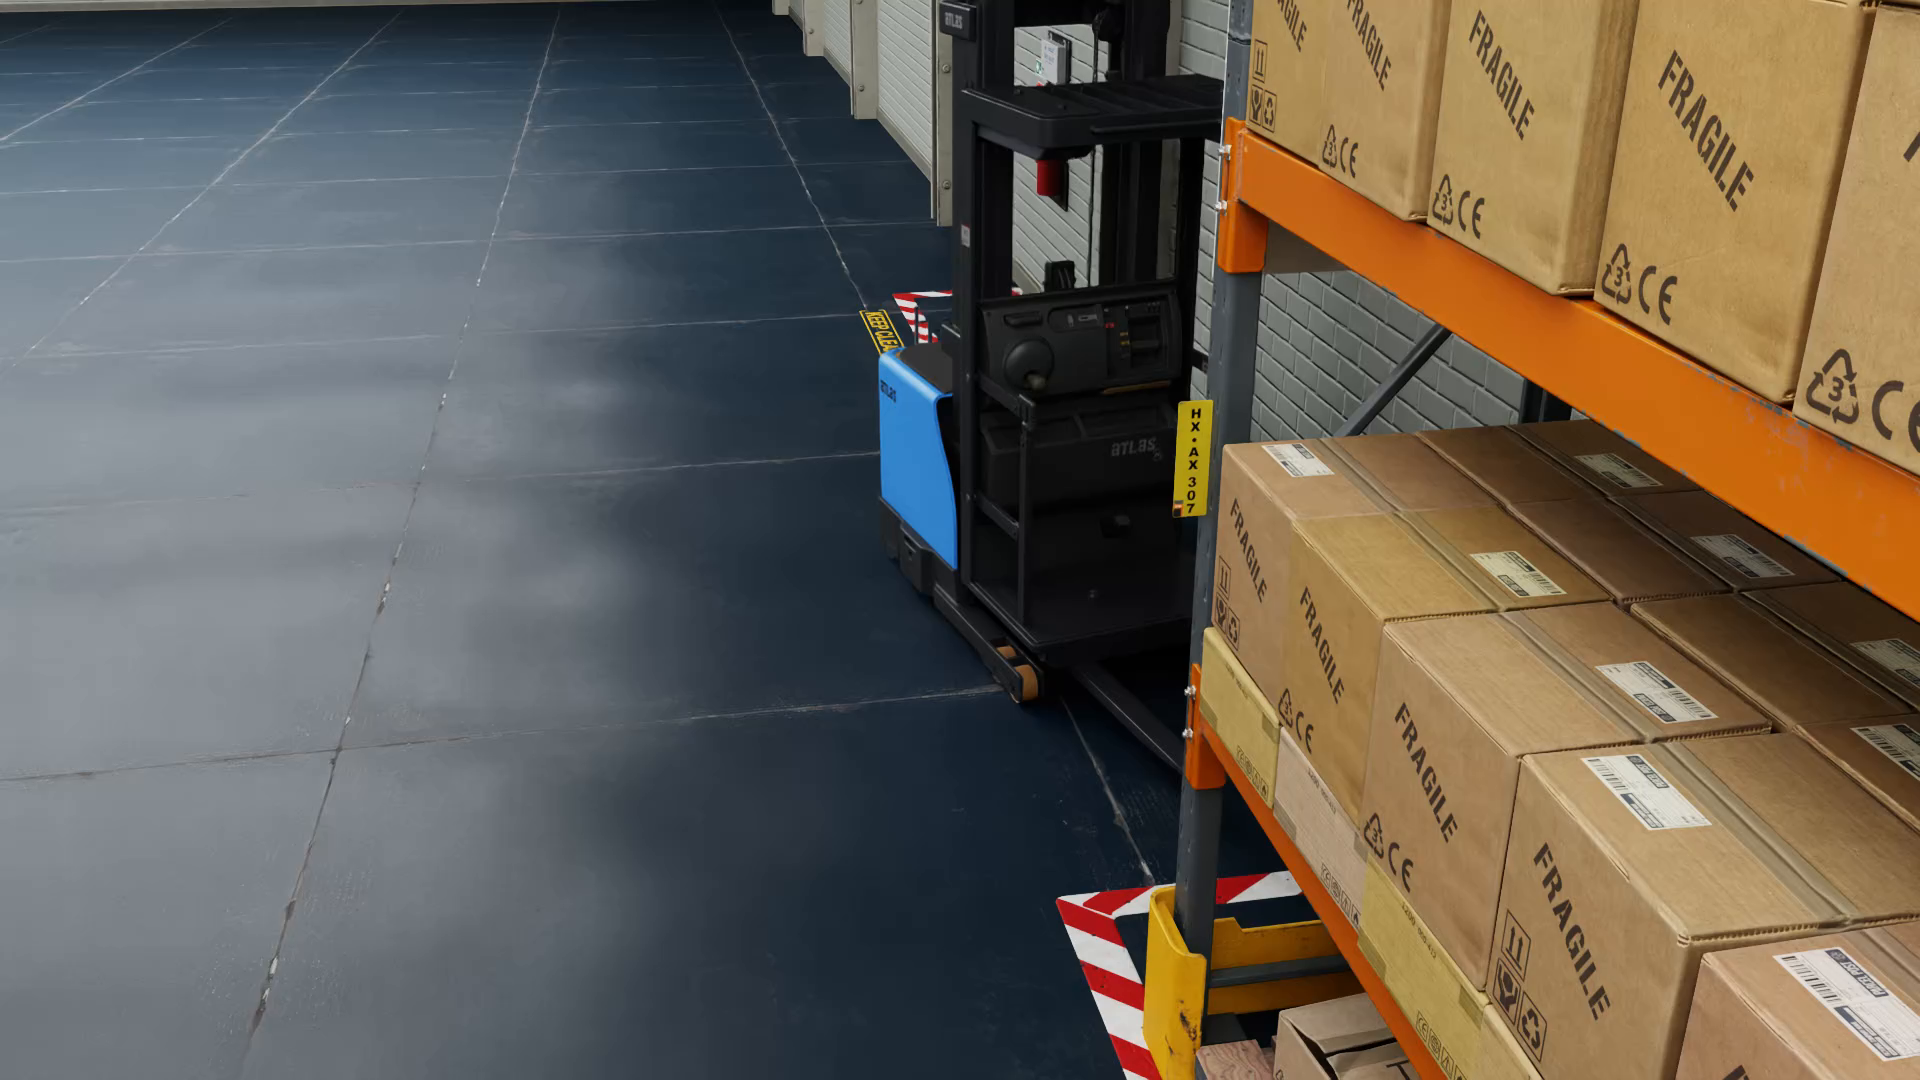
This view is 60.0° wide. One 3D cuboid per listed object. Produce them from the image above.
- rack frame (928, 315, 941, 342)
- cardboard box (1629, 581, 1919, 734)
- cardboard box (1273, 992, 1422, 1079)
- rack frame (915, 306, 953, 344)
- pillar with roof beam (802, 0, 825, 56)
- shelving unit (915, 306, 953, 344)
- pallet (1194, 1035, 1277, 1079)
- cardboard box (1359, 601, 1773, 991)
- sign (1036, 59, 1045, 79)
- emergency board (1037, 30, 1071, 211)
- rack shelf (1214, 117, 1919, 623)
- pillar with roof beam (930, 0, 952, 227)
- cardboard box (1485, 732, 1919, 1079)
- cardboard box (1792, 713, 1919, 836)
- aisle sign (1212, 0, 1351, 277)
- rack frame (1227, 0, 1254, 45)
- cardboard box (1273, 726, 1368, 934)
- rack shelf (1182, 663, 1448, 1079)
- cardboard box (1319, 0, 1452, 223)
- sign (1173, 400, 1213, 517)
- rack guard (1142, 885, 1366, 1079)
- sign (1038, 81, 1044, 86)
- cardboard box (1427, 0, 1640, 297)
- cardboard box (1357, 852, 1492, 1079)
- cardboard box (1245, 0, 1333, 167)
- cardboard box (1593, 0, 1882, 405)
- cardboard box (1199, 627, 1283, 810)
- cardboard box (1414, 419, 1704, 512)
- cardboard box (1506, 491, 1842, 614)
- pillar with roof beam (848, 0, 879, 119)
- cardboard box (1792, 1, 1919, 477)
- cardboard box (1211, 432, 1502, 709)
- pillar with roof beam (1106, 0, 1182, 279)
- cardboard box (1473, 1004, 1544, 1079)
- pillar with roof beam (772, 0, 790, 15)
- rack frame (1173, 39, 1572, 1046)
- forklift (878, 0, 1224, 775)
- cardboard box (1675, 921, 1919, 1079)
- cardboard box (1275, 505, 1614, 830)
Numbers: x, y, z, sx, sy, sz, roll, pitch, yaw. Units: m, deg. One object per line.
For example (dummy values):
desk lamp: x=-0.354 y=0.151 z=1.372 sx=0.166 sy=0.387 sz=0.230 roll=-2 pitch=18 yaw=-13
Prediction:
rack frame: x=-0.048 y=-0.590 z=8.601 sx=0.240 sy=1.200 sz=0.006 roll=-10 pitch=25 yaw=-21
cardboard box: x=1.633 y=0.430 z=3.244 sx=0.500 sy=0.500 sz=0.500 roll=-5 pitch=24 yaw=-11
cardboard box: x=1.193 y=1.452 z=4.488 sx=0.500 sy=0.311 sz=0.500 roll=-7 pitch=25 yaw=-16
rack frame: x=-0.120 y=-0.657 z=8.755 sx=0.240 sy=1.200 sz=0.006 roll=-10 pitch=25 yaw=-21
pillar with roof beam: x=-6.535 y=-11.517 z=23.877 sx=9.100 sy=9.000 sz=0.400 roll=-4 pitch=24 yaw=-10
shelving unit: x=-0.084 y=-0.623 z=8.678 sx=0.258 sy=1.200 sz=0.189 roll=-10 pitch=25 yaw=-21
pallet: x=1.283 y=1.772 z=4.428 sx=1.003 sy=0.211 sz=1.213 roll=-4 pitch=24 yaw=-10
cardboard box: x=1.118 y=0.467 z=3.158 sx=0.500 sy=0.500 sz=0.500 roll=-5 pitch=24 yaw=-11
sign: x=0.596 y=-3.463 z=12.225 sx=0.001 sy=0.109 sz=0.331 roll=-4 pitch=24 yaw=-10
emergency board: x=0.604 y=-2.981 z=11.828 sx=0.194 sy=1.169 sz=0.643 roll=-4 pitch=24 yaw=-10
rack shelf: x=1.524 y=-0.116 z=2.419 sx=1.077 sy=0.370 sz=4.000 roll=-4 pitch=24 yaw=-10
pillar with roof beam: x=-4.316 y=-6.797 z=13.070 sx=9.100 sy=9.000 sz=0.400 roll=-4 pitch=24 yaw=-10
cardboard box: x=1.225 y=0.669 z=2.695 sx=0.500 sy=0.500 sz=0.500 roll=-4 pitch=24 yaw=-8
cardboard box: x=1.726 y=0.628 z=2.790 sx=0.500 sy=0.500 sz=0.500 roll=-4 pitch=24 yaw=-9
aisle sign: x=0.846 y=-1.055 z=4.170 sx=0.394 sy=0.787 sz=0.004 roll=-4 pitch=24 yaw=-10
rack frame: x=1.154 y=-2.607 z=3.476 sx=1.000 sy=3.000 sz=0.127 roll=-4 pitch=24 yaw=-10
cardboard box: x=1.042 y=0.621 z=3.744 sx=0.500 sy=0.250 sz=0.500 roll=-5 pitch=24 yaw=-11
rack shelf: x=1.524 y=1.259 z=3.019 sx=1.077 sy=0.370 sz=4.000 roll=-4 pitch=24 yaw=-10
cardboard box: x=1.034 y=-0.923 z=3.219 sx=0.500 sy=0.500 sz=0.500 roll=-3 pitch=24 yaw=-6
sign: x=0.621 y=-0.214 z=4.411 sx=0.100 sy=0.325 sz=0.005 roll=-4 pitch=24 yaw=-10
rack guard: x=1.168 y=1.318 z=5.108 sx=1.175 sy=0.500 sz=0.348 roll=-4 pitch=24 yaw=-10
sign: x=0.604 y=-3.223 z=12.336 sx=0.001 sy=0.329 sz=0.234 roll=-4 pitch=24 yaw=-10
cardboard box: x=1.134 y=-0.719 z=2.752 sx=0.500 sy=0.500 sz=0.500 roll=-3 pitch=24 yaw=-7
cardboard box: x=1.130 y=0.821 z=3.284 sx=0.500 sy=0.250 sz=0.500 roll=-5 pitch=24 yaw=-11
cardboard box: x=0.970 y=-1.137 z=3.708 sx=0.500 sy=0.500 sz=0.500 roll=-4 pitch=24 yaw=-8
cardboard box: x=1.254 y=-0.510 z=2.273 sx=0.500 sy=0.500 sz=0.500 roll=-3 pitch=24 yaw=-6
cardboard box: x=0.932 y=0.417 z=4.209 sx=0.500 sy=0.250 sz=0.500 roll=-5 pitch=24 yaw=-11
cardboard box: x=1.450 y=0.028 z=4.164 sx=0.500 sy=0.500 sz=0.500 roll=-5 pitch=24 yaw=-10
cardboard box: x=1.533 y=0.227 z=3.709 sx=0.500 sy=0.500 sz=0.500 roll=-4 pitch=24 yaw=-9
pillar with roof beam: x=-5.426 y=-9.157 z=18.473 sx=9.100 sy=9.000 sz=0.400 roll=-4 pitch=24 yaw=-10
cardboard box: x=1.337 y=-0.309 z=1.813 sx=0.500 sy=0.500 sz=0.500 roll=-5 pitch=24 yaw=-12
cardboard box: x=0.947 y=0.068 z=4.071 sx=0.500 sy=0.500 sz=0.500 roll=-4 pitch=24 yaw=-10
pillar with roof beam: x=-3.207 y=-4.437 z=7.666 sx=9.100 sy=9.000 sz=0.400 roll=-4 pitch=24 yaw=-10
cardboard box: x=1.222 y=1.020 z=2.828 sx=0.500 sy=0.250 sz=0.500 roll=-4 pitch=24 yaw=-9
pillar with roof beam: x=-7.645 y=-13.877 z=29.280 sx=9.100 sy=9.000 sz=0.400 roll=-4 pitch=24 yaw=-10
rack frame: x=1.154 y=0.142 z=4.676 sx=1.000 sy=3.000 sz=0.127 roll=-4 pitch=24 yaw=-10
forklift: x=0.622 y=-0.835 z=6.999 sx=1.130 sy=2.935 sz=3.031 roll=-10 pitch=25 yaw=-21
cardboard box: x=1.322 y=0.874 z=2.227 sx=0.500 sy=0.500 sz=0.500 roll=-5 pitch=24 yaw=-11
cardboard box: x=1.028 y=0.263 z=3.625 sx=0.500 sy=0.500 sz=0.500 roll=-4 pitch=24 yaw=-10
